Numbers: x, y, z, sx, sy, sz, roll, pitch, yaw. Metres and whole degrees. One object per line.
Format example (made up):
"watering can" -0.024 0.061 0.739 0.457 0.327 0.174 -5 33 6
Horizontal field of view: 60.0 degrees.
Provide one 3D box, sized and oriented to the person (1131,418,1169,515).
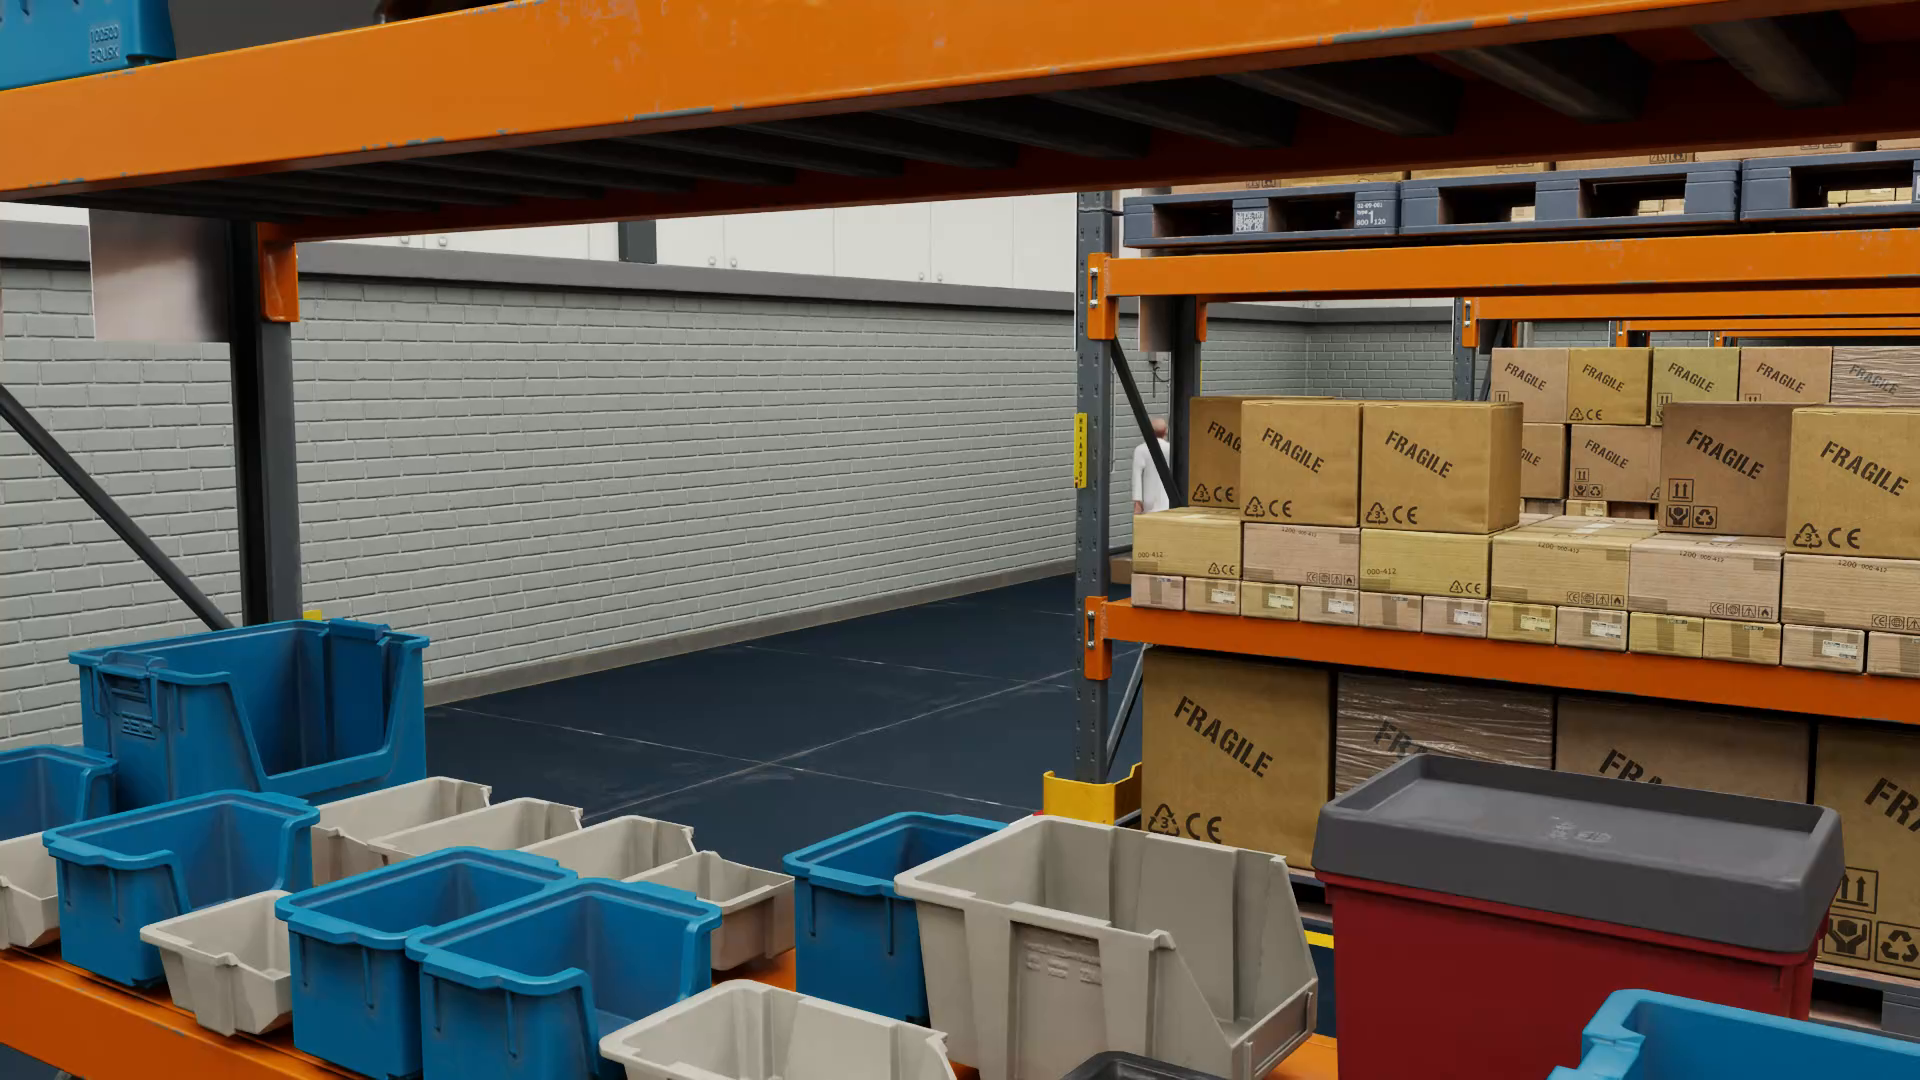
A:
"person" 2.161 -0.443 17.861 0.568 1.732 1.102 3 7 28
